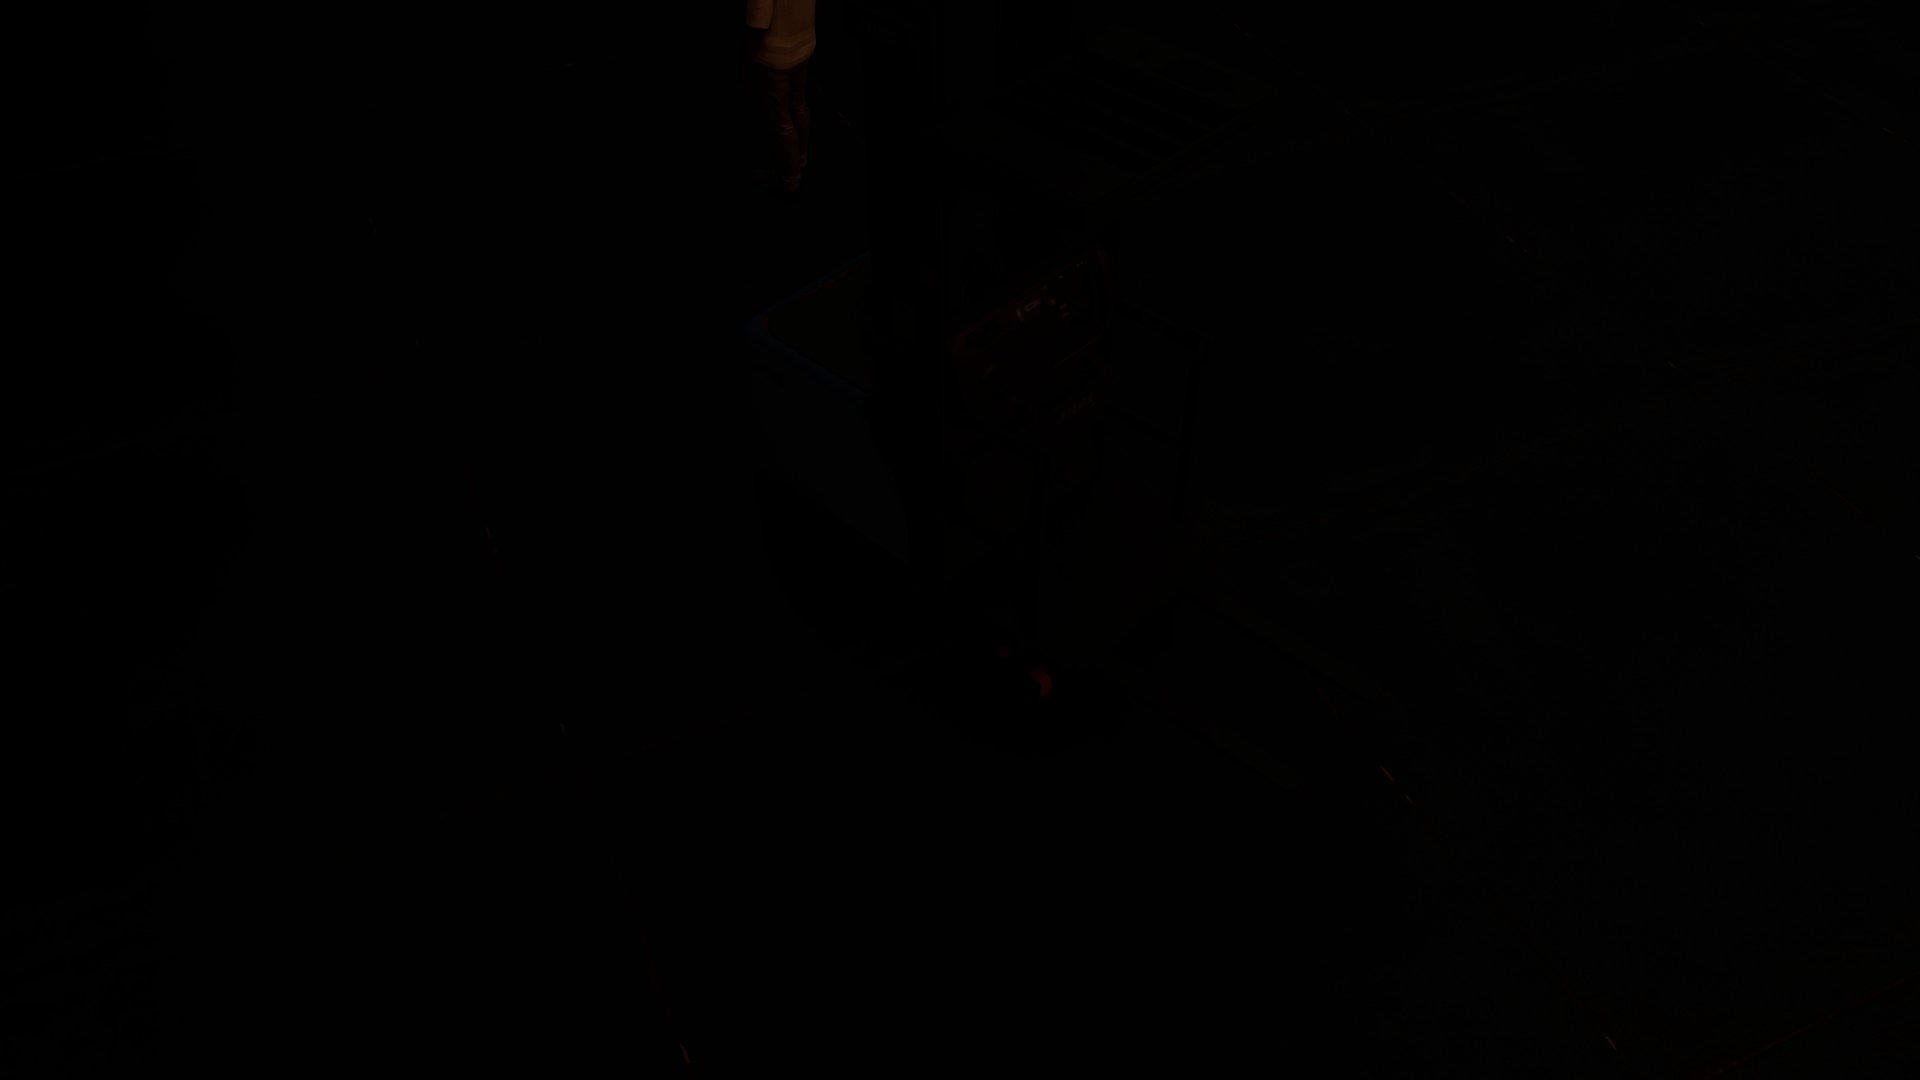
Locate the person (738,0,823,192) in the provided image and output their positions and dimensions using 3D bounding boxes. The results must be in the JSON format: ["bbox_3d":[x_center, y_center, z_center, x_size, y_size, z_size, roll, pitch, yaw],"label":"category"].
[{"bbox_3d":[-1.090,-2.831,9.557,0.574,1.768,0.665,25,49,24],"label":"person"}]

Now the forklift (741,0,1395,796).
[{"bbox_3d":[0.445,-0.788,6.525,3.031,2.935,1.130,32,52,30],"label":"forklift"}]
